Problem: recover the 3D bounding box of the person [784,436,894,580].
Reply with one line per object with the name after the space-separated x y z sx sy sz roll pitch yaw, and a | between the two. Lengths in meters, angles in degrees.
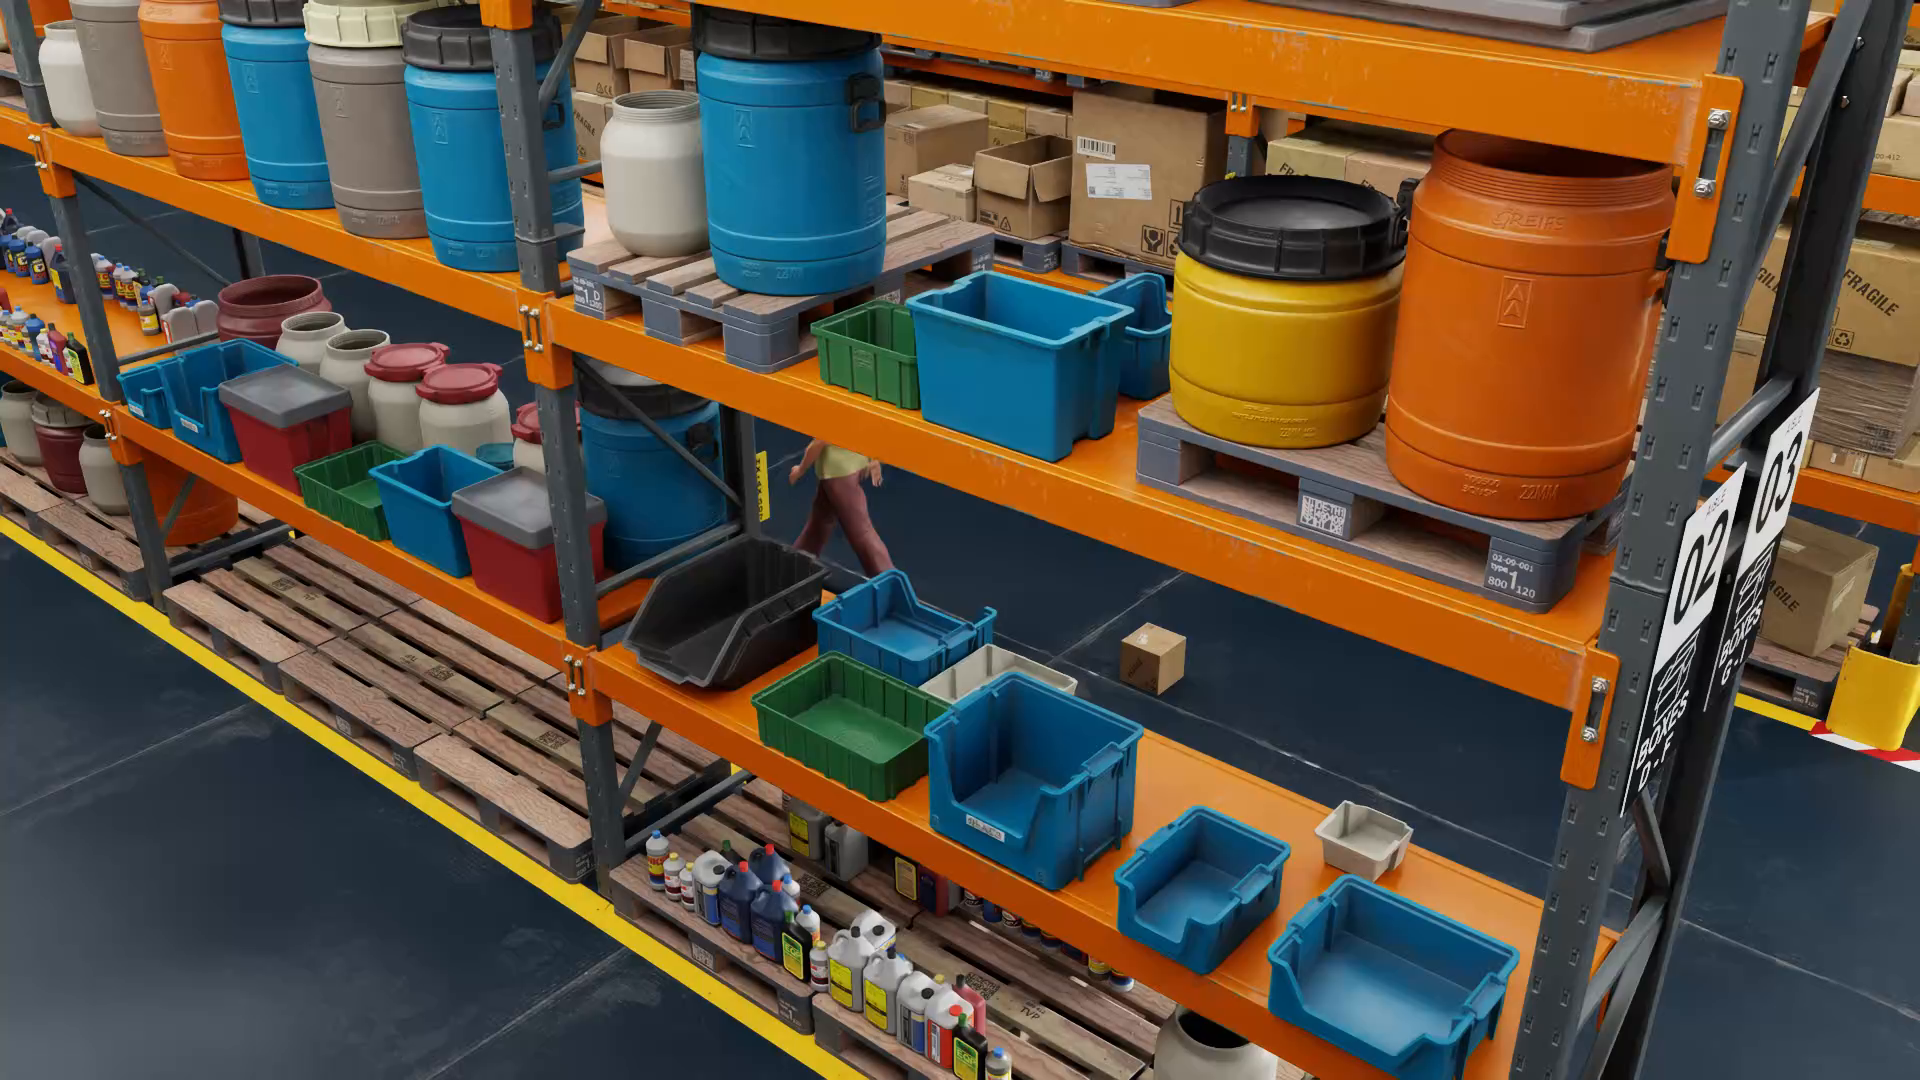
-0.768 -0.422 9.400 1.020 1.608 0.458 12 30 22 | person
